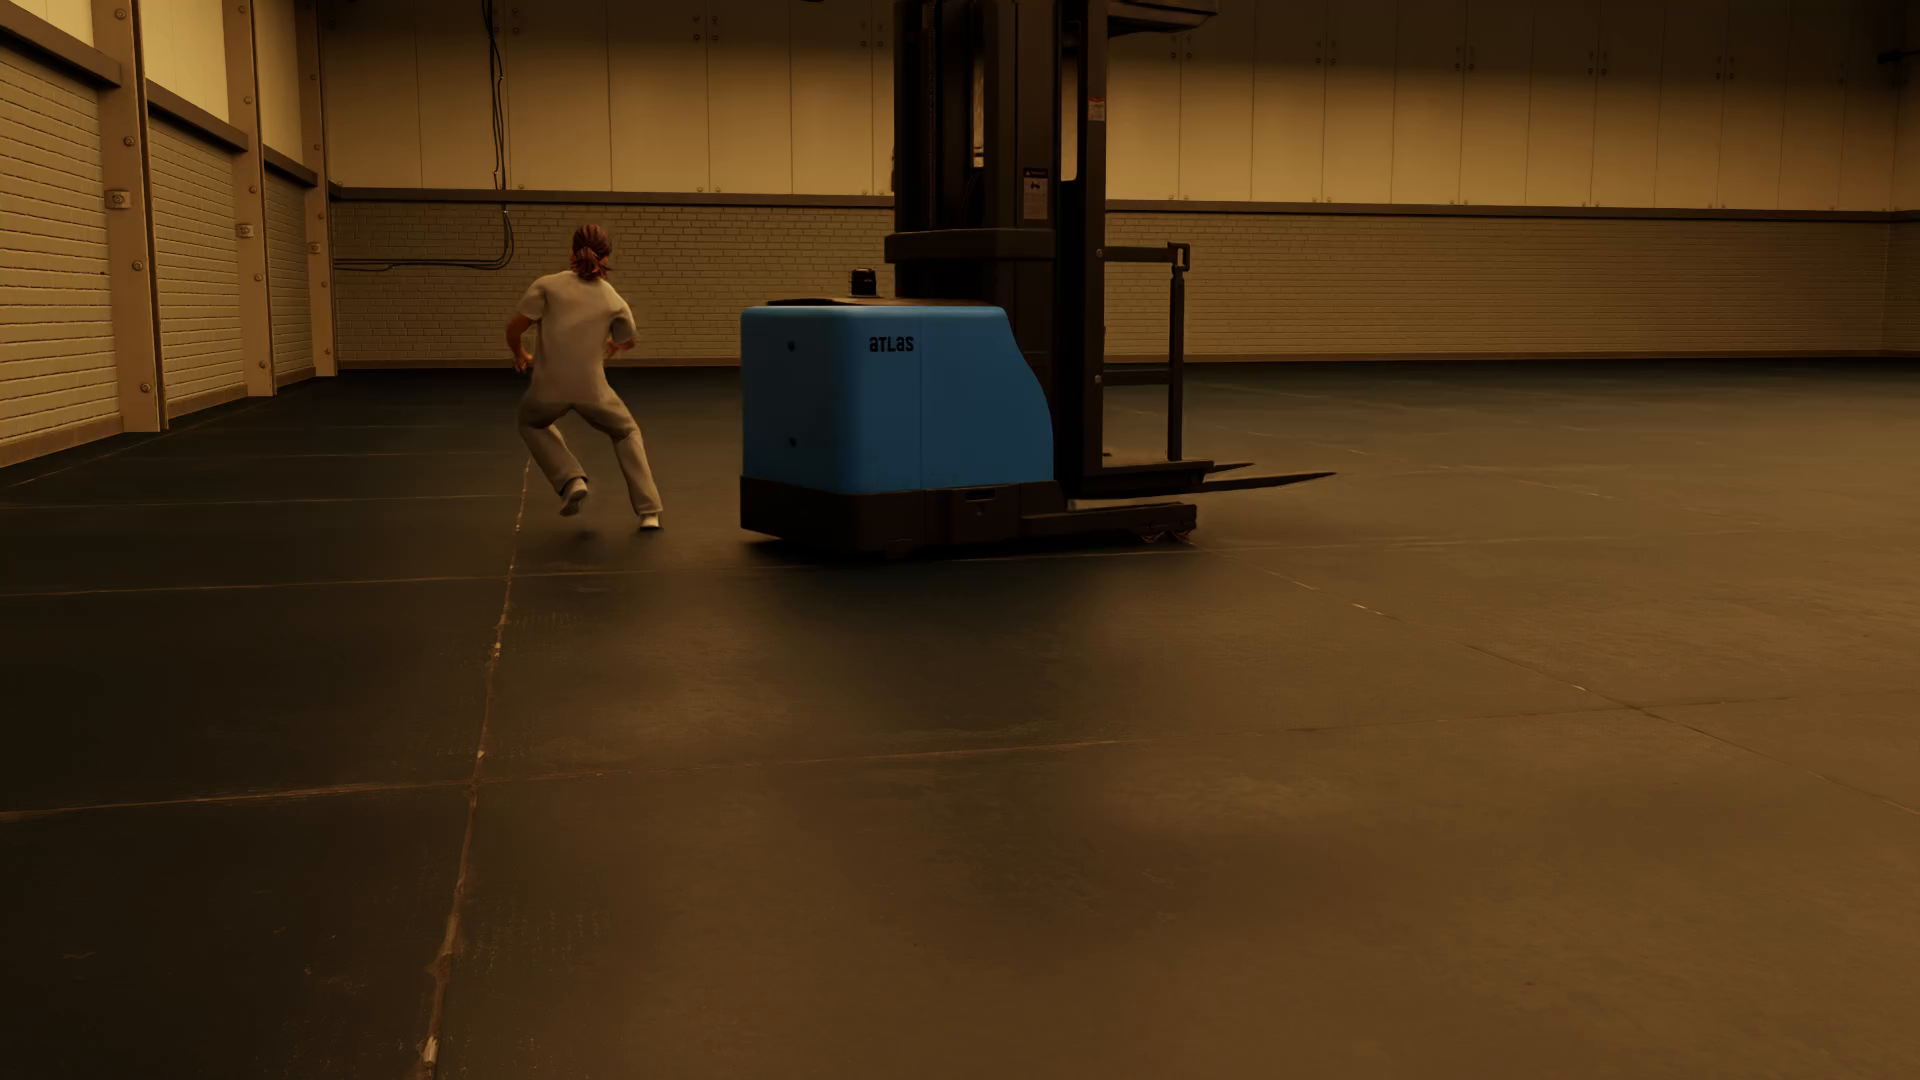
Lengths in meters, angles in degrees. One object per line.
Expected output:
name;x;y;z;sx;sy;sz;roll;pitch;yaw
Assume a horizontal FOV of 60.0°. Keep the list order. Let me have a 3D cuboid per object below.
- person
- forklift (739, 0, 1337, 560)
person;-1.794;-0.758;7.954;0.719;1.469;0.717;-2;8;-16
forklift;0.504;-1.501;7.854;3.031;2.935;1.130;-5;10;-33
